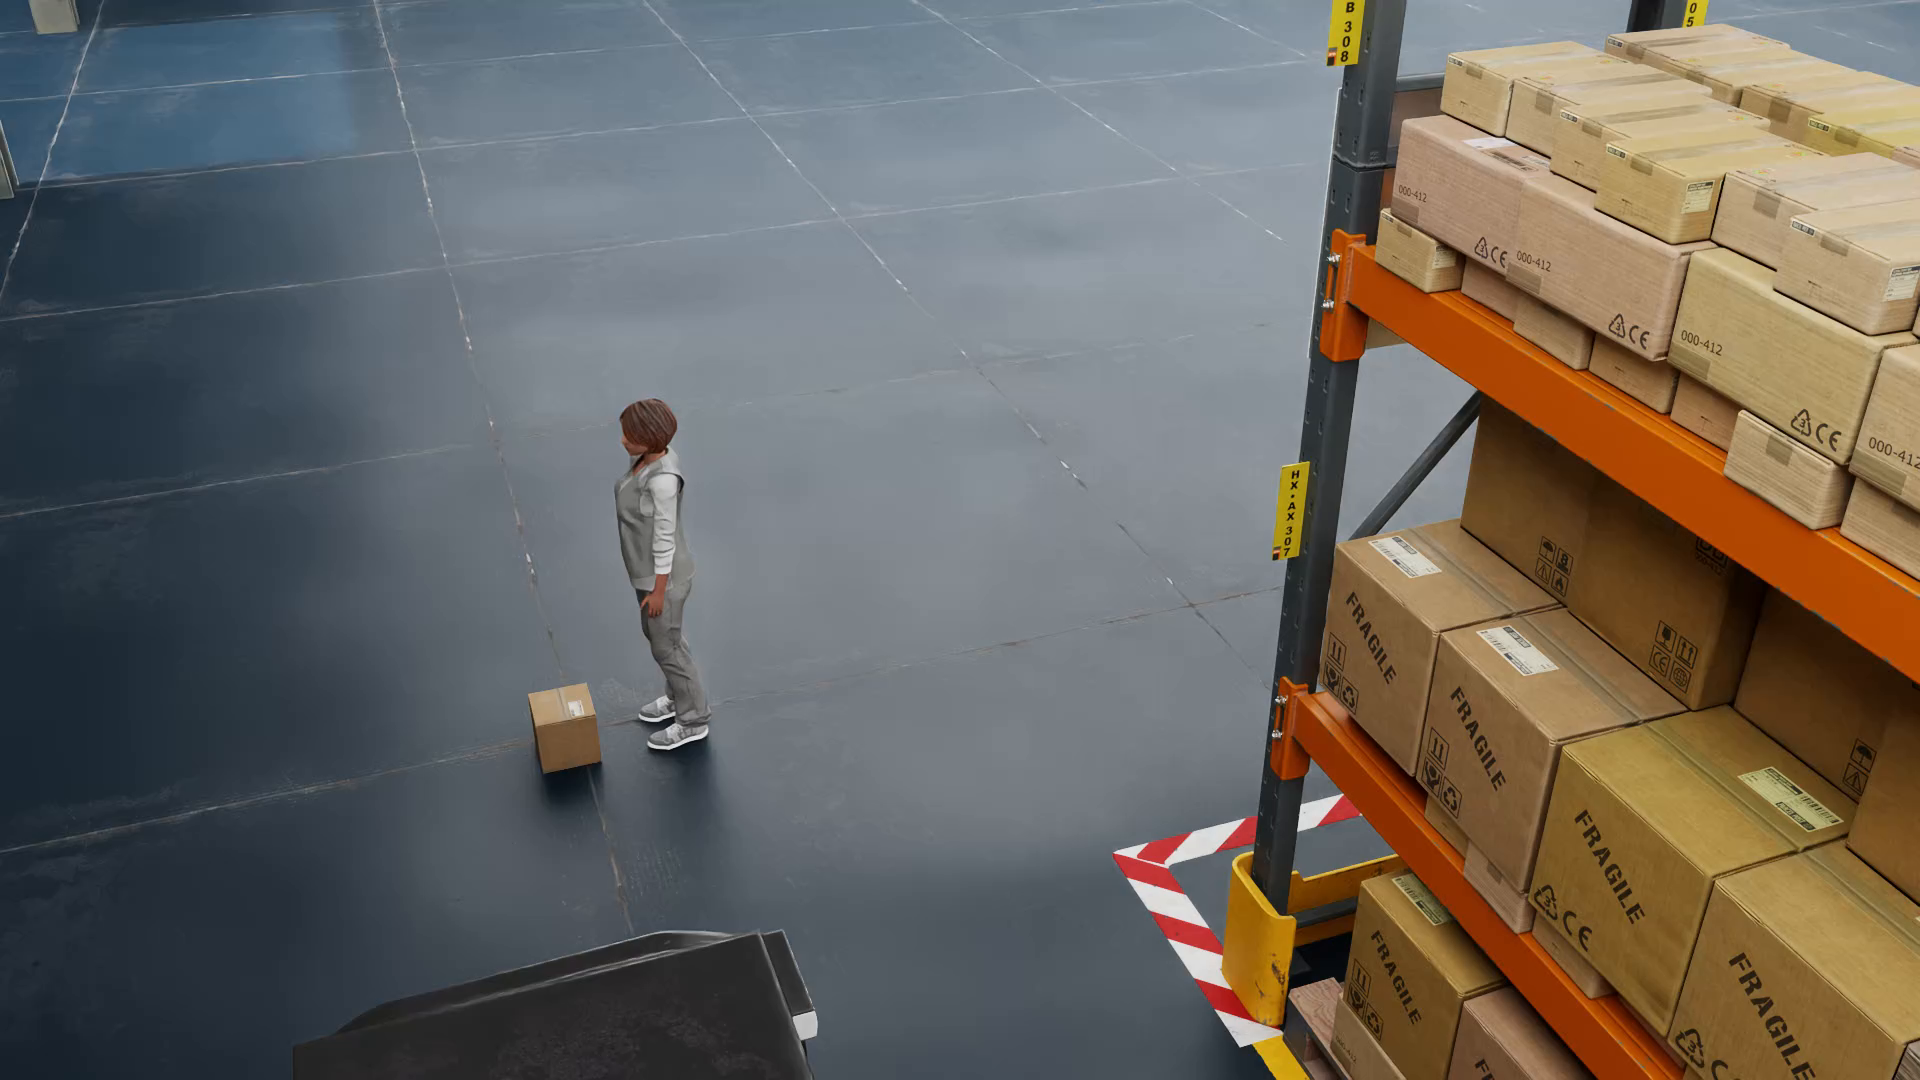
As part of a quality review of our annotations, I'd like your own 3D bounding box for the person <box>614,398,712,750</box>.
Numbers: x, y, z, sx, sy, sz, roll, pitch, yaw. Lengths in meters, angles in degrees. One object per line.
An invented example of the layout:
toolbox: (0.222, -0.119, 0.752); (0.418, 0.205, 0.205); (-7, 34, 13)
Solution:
person: (-1.243, 0.160, 6.903); (0.303, 1.562, 0.406); (-10, 32, -16)
